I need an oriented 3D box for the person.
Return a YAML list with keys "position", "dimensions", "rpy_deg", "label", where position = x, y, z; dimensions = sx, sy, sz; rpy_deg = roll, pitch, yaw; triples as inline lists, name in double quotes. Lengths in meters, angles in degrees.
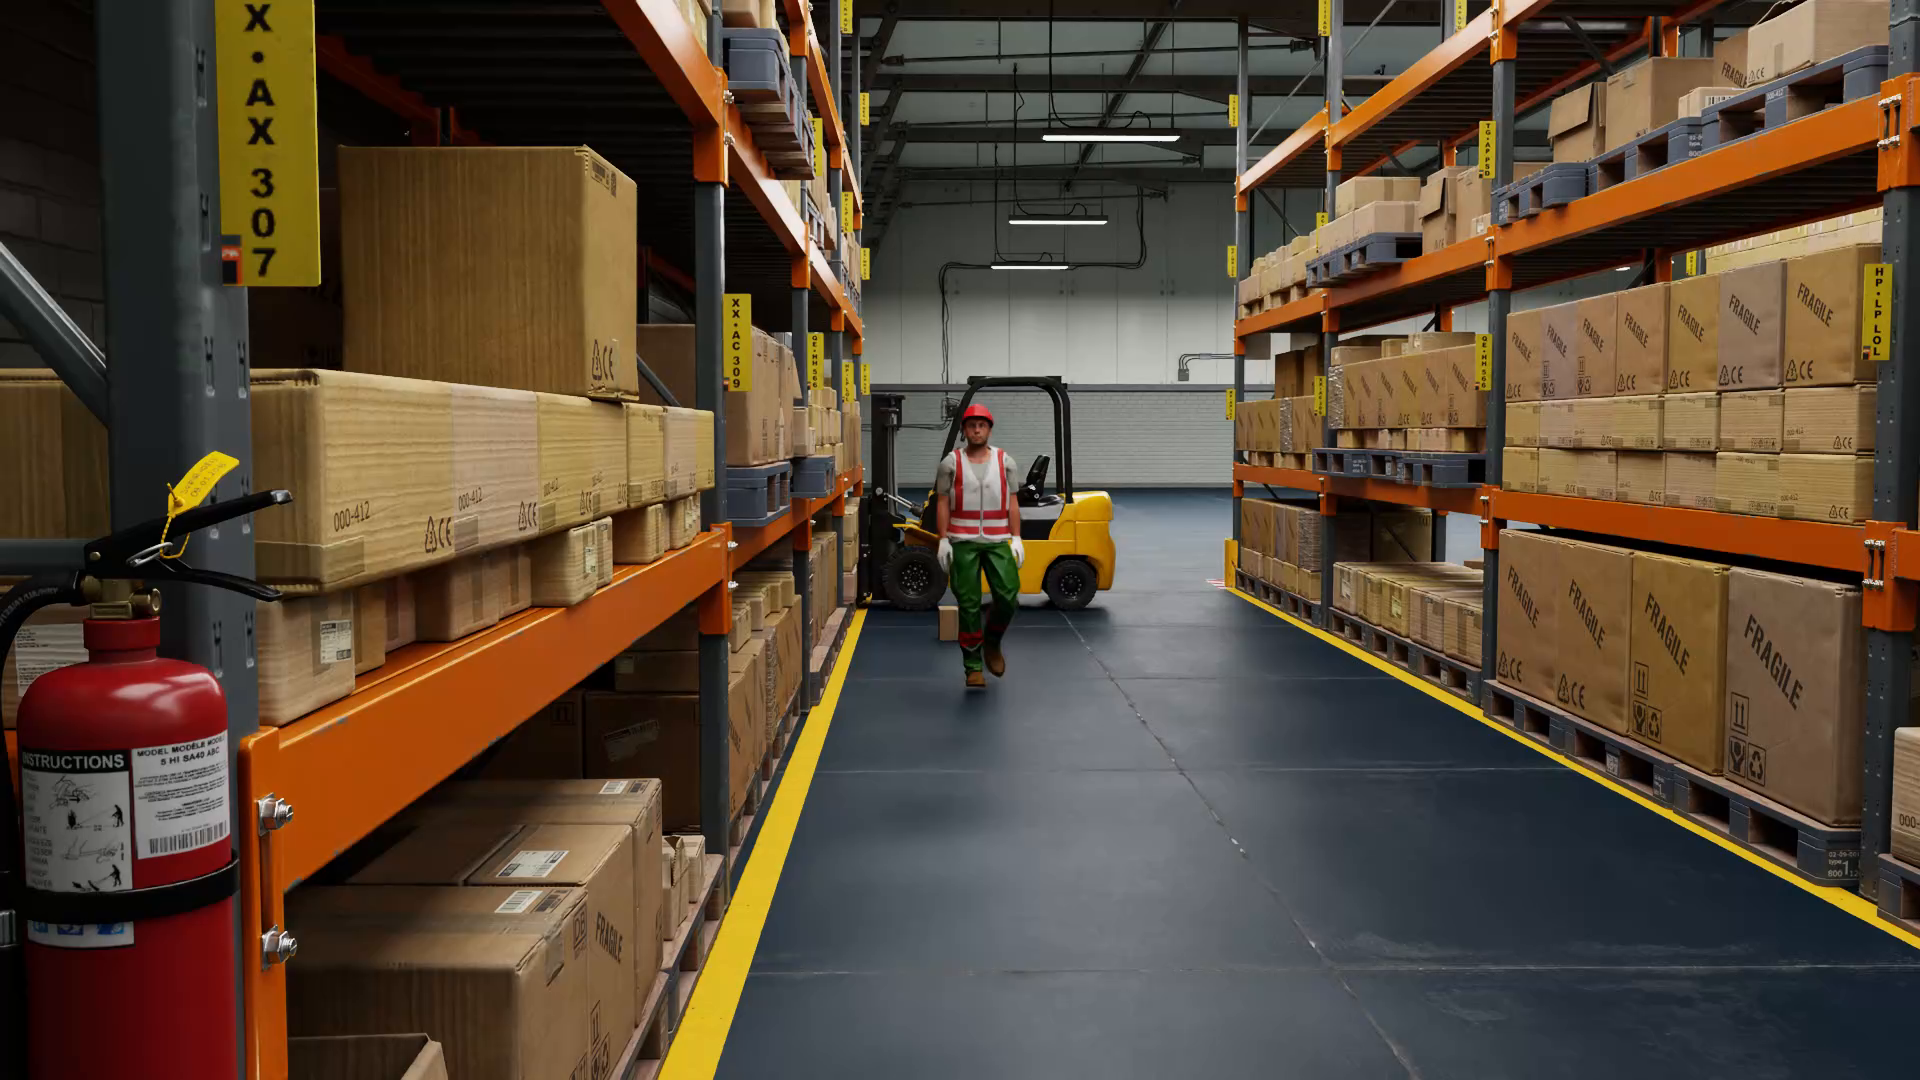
- position: [0.132, 0.027, 10.553]
  dimensions: [0.568, 1.781, 0.508]
  rpy_deg: [0, 4, -6]
  label: "person"
